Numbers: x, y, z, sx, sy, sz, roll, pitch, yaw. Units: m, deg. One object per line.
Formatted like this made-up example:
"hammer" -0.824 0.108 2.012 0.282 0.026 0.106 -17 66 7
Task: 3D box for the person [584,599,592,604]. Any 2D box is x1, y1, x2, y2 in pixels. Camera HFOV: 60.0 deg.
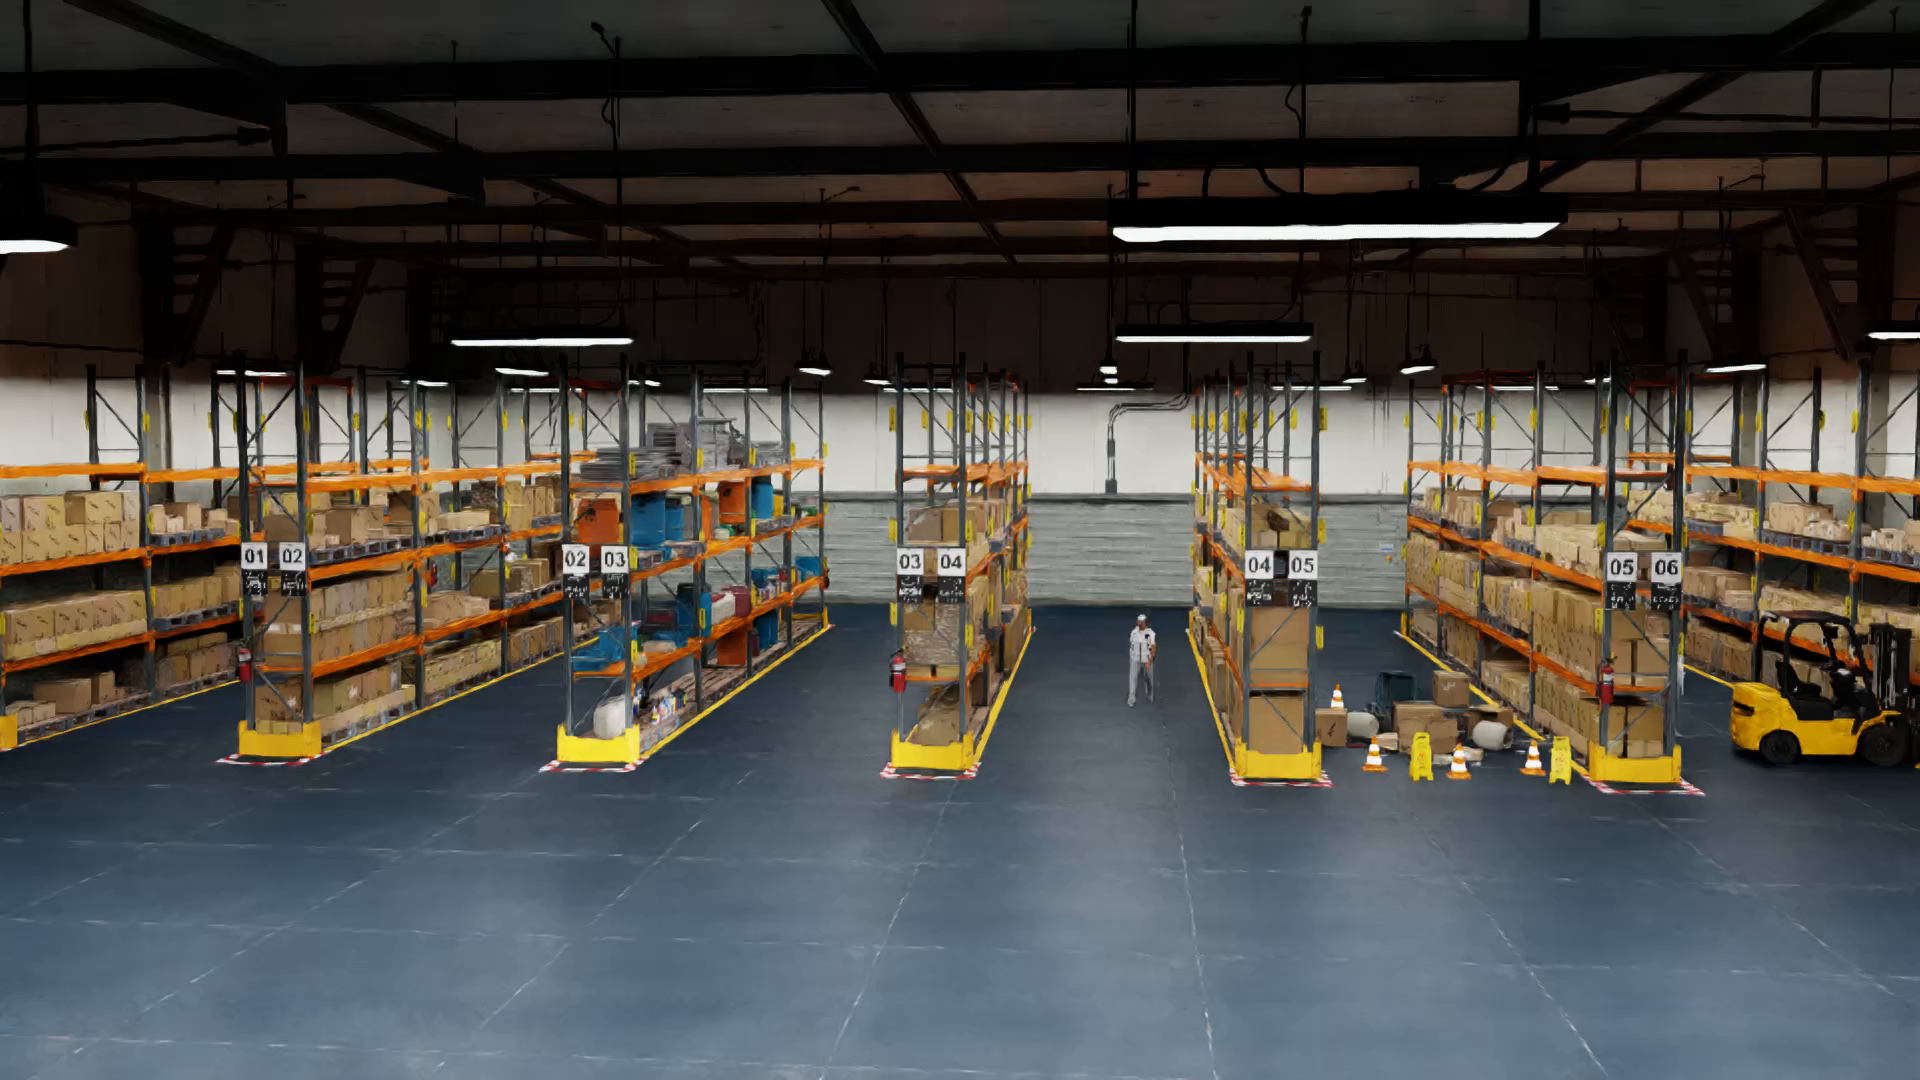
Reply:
"person" -9.704 1.149 42.265 0.585 1.697 0.977 2 5 26

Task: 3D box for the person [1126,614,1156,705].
"person" 3.227 2.104 29.377 0.476 1.598 0.995 1 4 14

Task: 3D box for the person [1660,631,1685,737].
"person" 11.355 2.267 26.508 0.431 1.683 0.555 -2 4 -22

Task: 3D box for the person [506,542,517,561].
"person" -12.324 0.913 45.386 0.579 1.732 1.042 0 4 4
